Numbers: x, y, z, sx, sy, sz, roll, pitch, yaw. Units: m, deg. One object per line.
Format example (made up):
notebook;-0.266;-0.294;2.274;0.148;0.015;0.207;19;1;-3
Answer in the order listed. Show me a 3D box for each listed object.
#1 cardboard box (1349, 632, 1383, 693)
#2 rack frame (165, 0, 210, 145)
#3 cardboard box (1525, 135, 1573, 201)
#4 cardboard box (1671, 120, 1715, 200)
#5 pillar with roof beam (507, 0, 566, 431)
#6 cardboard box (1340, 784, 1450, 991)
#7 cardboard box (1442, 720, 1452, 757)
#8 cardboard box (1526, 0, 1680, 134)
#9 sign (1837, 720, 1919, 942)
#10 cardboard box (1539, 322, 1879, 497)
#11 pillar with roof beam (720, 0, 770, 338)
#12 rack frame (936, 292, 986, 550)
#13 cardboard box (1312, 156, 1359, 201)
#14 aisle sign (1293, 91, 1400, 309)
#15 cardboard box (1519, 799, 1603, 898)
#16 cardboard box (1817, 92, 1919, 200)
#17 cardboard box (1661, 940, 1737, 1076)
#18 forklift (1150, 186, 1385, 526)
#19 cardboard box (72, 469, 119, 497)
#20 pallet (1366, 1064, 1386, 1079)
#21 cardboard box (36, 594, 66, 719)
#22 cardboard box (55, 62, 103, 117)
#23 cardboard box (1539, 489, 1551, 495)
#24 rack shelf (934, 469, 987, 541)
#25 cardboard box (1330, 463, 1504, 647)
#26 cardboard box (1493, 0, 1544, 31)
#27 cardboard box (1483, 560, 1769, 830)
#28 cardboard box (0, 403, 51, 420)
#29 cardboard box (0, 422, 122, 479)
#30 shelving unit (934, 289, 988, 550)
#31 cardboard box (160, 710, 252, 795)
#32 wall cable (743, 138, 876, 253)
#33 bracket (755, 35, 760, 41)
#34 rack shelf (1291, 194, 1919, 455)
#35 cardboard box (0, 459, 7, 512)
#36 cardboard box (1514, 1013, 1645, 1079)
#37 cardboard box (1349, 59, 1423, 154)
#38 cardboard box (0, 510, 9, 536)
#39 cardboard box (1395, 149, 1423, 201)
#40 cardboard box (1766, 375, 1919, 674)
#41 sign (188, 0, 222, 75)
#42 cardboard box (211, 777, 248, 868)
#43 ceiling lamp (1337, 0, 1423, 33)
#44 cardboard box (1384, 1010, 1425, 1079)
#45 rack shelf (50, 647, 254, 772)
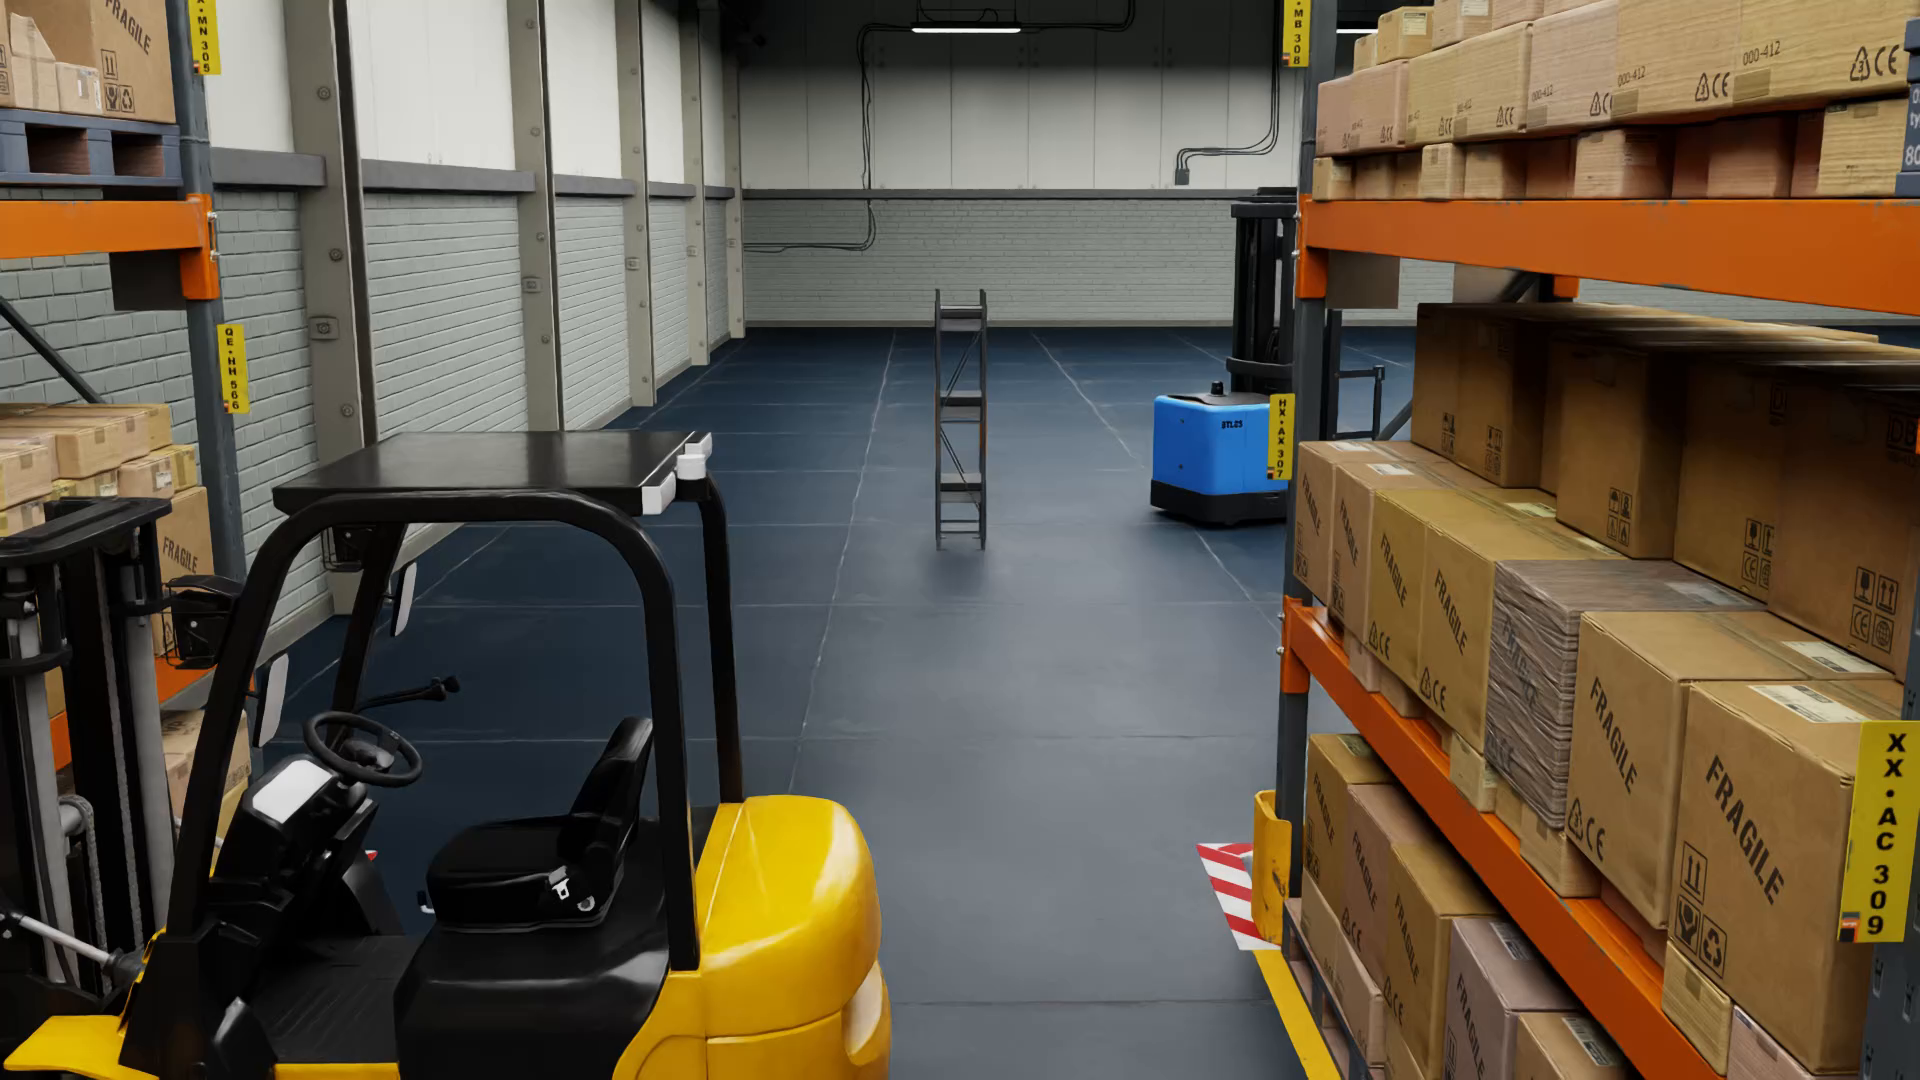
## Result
cardboard box;1.455;0.380;5.275;0.380;0.149;0.250;0;11;0
rack frame;-3.211;-2.885;5.645;1.000;3.000;0.127;0;11;-1
cardboard box;1.586;-0.887;3.973;0.380;0.149;0.250;0;11;-2
cardboard box;1.618;-0.731;3.205;0.380;0.149;0.250;-1;11;-3
pillar with roof beam;-0.041;-5.146;16.790;9.100;9.000;0.400;0;11;-1
cardboard box;1.508;1.079;5.171;0.500;0.500;0.500;-1;11;-3
cardboard box;1.535;0.536;4.506;0.380;0.149;0.250;-1;11;-3
cardboard box;1.549;-1.001;3.536;0.500;0.250;0.500;0;11;-2
sign;1.292;0.409;2.322;0.100;0.325;0.005;0;11;-1
cardboard box;2.097;-0.348;4.717;0.700;0.500;0.500;0;11;-2
pillar with roof beam;-0.413;-8.724;34.427;9.100;9.000;0.548;0;11;-1
rack frame;0.008;-0.948;13.449;0.400;2.100;0.015;0;11;-1
cardboard box;1.434;-1.245;5.741;0.380;0.149;0.250;0;11;-1
aisle sign;1.441;-1.251;6.142;0.394;0.787;0.004;0;11;-1
cardboard box;1.499;0.688;3.756;0.380;0.149;0.250;0;11;-2
cardboard box;1.522;-0.579;2.457;0.380;0.149;0.250;0;11;-1
cardboard box;1.511;0.840;3.004;0.380;0.149;0.250;0;11;0
forklift;3.314;-1.731;15.220;3.031;2.935;1.130;-5;13;-24
cardboard box;-2.944;-0.141;5.328;0.380;0.149;0.250;0;11;0
pallet;1.757;1.820;4.559;1.003;0.211;1.213;0;11;-1
cardboard box;-2.926;0.308;4.744;0.500;0.500;0.500;0;11;-2
cardboard box;-2.890;-1.383;5.111;0.380;0.149;0.250;-1;11;-3
cardboard box;2.044;0.046;5.289;0.500;0.500;0.500;0;11;-1
rack shelf;0.003;-0.297;13.830;0.431;0.518;0.480;0;11;-1
cardboard box;1.498;0.038;5.329;0.500;0.500;0.500;0;11;1
cardboard box;1.482;-1.278;3.897;0.380;0.149;0.250;0;11;0
cardboard box;1.544;0.342;3.830;0.500;0.500;0.500;0;11;0
cardboard box;-3.417;-0.390;5.804;0.380;0.149;0.250;0;11;-2
cardboard box;-2.924;-0.286;5.294;0.380;0.149;0.250;0;11;0
shelving unit;0.003;-0.996;13.688;0.431;2.100;0.503;0;11;-1
cardboard box;-2.889;0.797;5.929;0.500;0.250;0.500;0;11;1
wall cable;-3.456;-7.775;37.561;3.097;2.526;0.112;0;11;-1
bracket;-4.408;-10.908;36.139;0.076;0.066;3.189;0;11;-1
rack shelf;1.793;-0.686;4.159;1.077;0.370;4.000;0;11;-1
cardboard box;-2.866;-0.134;4.542;0.380;0.149;0.250;0;11;0
cardboard box;1.542;1.386;3.656;0.500;0.500;0.500;0;11;0
cardboard box;1.496;-1.307;5.041;0.500;0.250;0.500;0;11;-2
cardboard box;-2.873;0.011;4.577;0.380;0.149;0.250;0;11;-1
cardboard box;1.530;-1.092;4.983;0.380;0.149;0.250;0;11;-2
cardboard box;2.053;-0.045;3.224;0.700;0.500;0.500;0;11;-1
sign;-2.668;-1.809;5.861;0.100;0.325;0.005;0;11;-1
cardboard box;-2.888;1.048;5.953;0.500;0.250;0.500;0;11;-2
ceiling lamp;7.499;-10.849;30.219;2.000;3.185;0.800;0;11;-1
cardboard box;1.519;1.547;4.747;0.500;0.250;0.500;1;11;3
rack shelf;-3.170;0.806;4.353;1.077;0.370;4.000;0;11;-1
